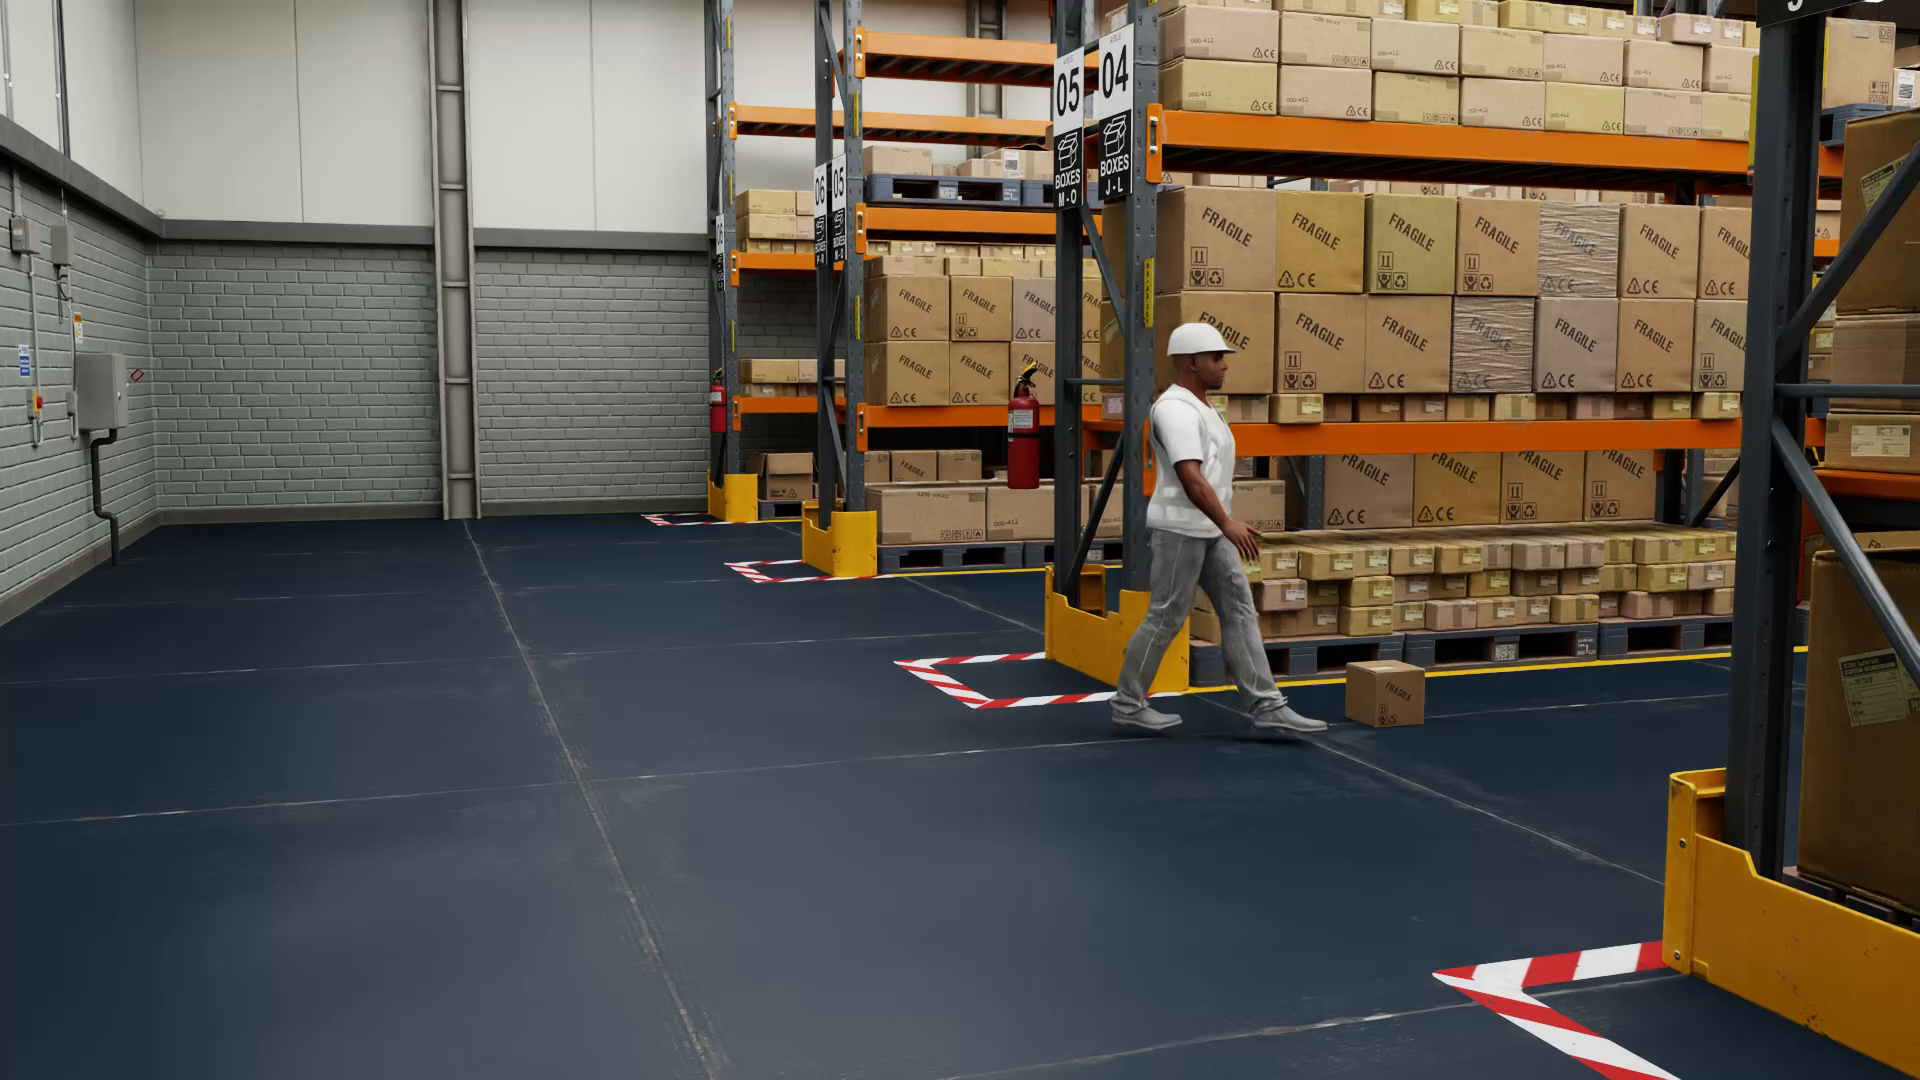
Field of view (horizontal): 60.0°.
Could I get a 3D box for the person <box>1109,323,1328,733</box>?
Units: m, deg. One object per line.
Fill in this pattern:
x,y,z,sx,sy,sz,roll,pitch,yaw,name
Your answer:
1.072,-0.042,6.971,0.910,1.724,0.587,3,6,27,person
